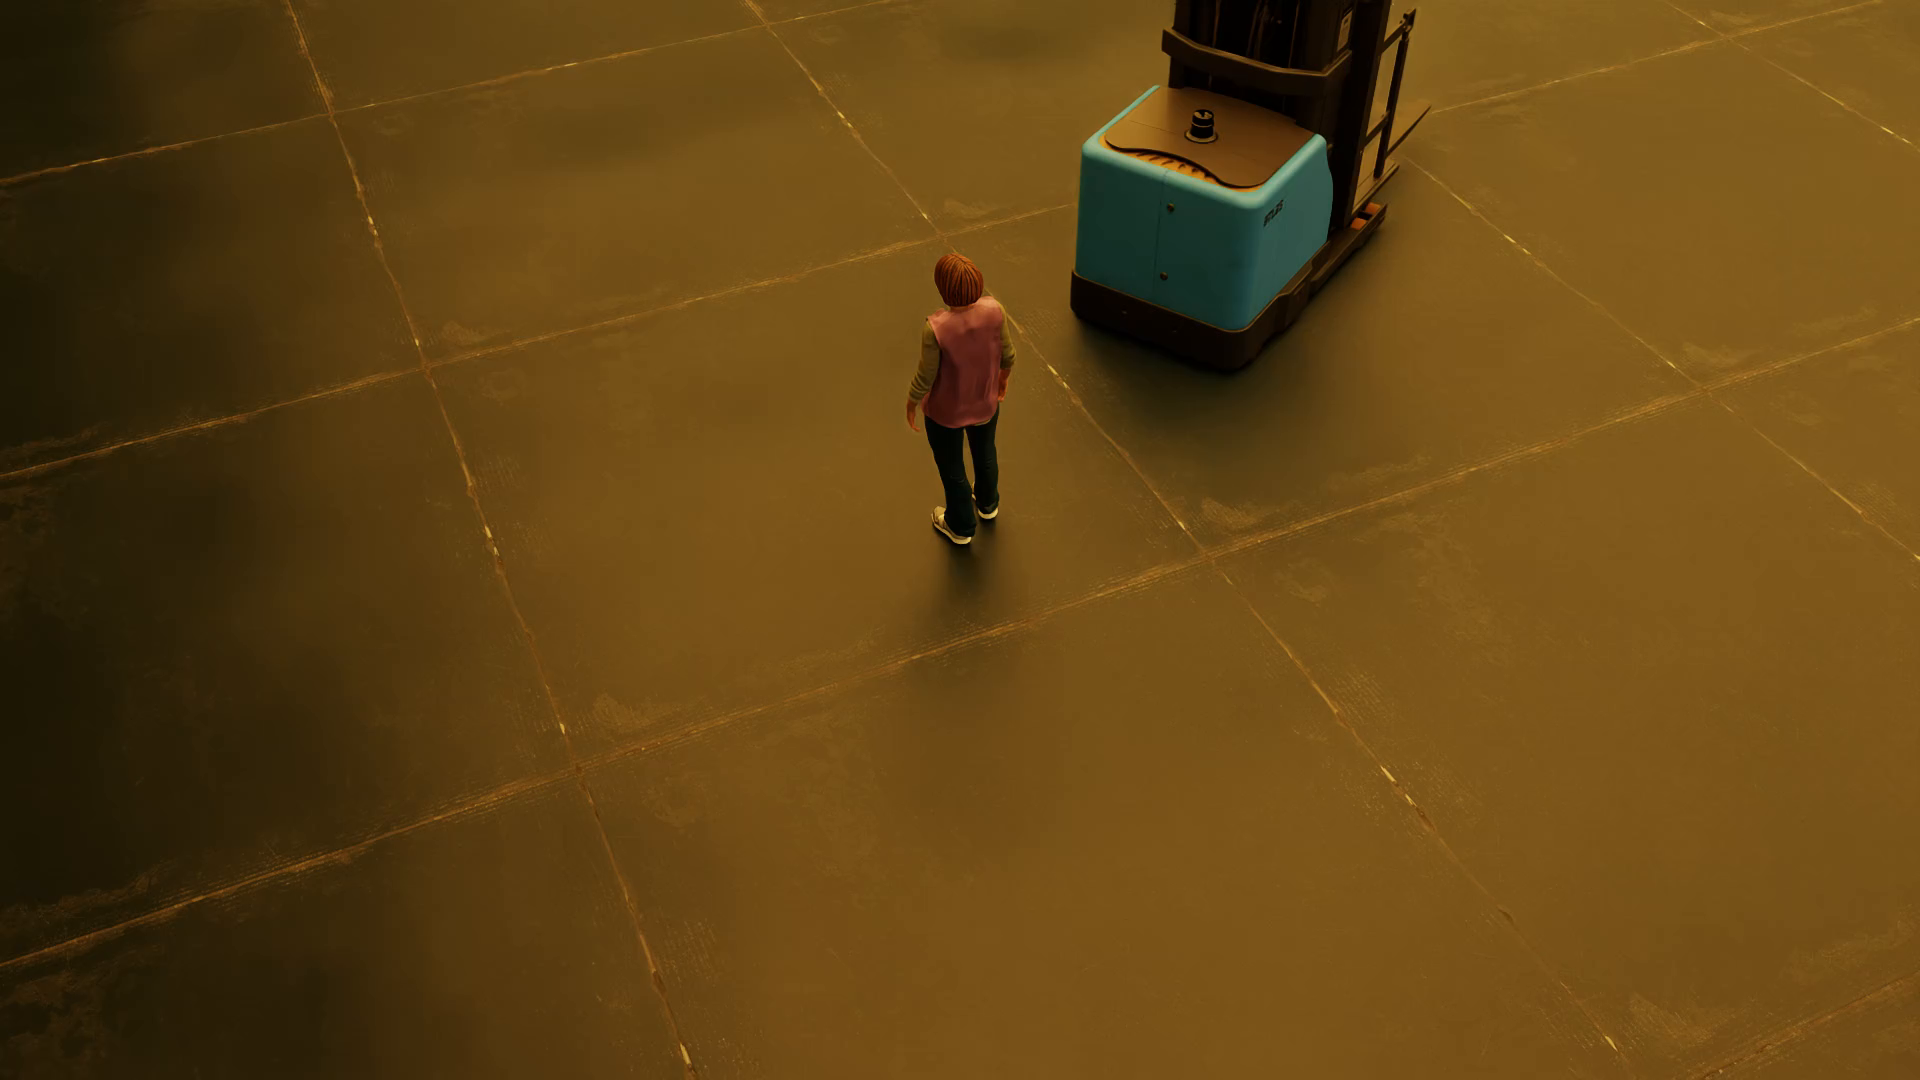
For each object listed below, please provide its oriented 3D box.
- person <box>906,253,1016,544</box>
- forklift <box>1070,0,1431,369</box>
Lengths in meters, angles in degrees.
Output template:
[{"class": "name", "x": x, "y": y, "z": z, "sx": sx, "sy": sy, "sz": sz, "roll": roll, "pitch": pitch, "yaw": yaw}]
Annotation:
[{"class": "person", "x": -0.018, "y": -0.640, "z": 7.332, "sx": 0.520, "sy": 1.599, "sz": 0.473, "roll": -18, "pitch": 46, "yaw": -18}, {"class": "forklift", "x": 1.841, "y": -2.937, "z": 8.827, "sx": 1.130, "sy": 2.935, "sz": 3.031, "roll": 25, "pitch": 48, "yaw": 24}]
